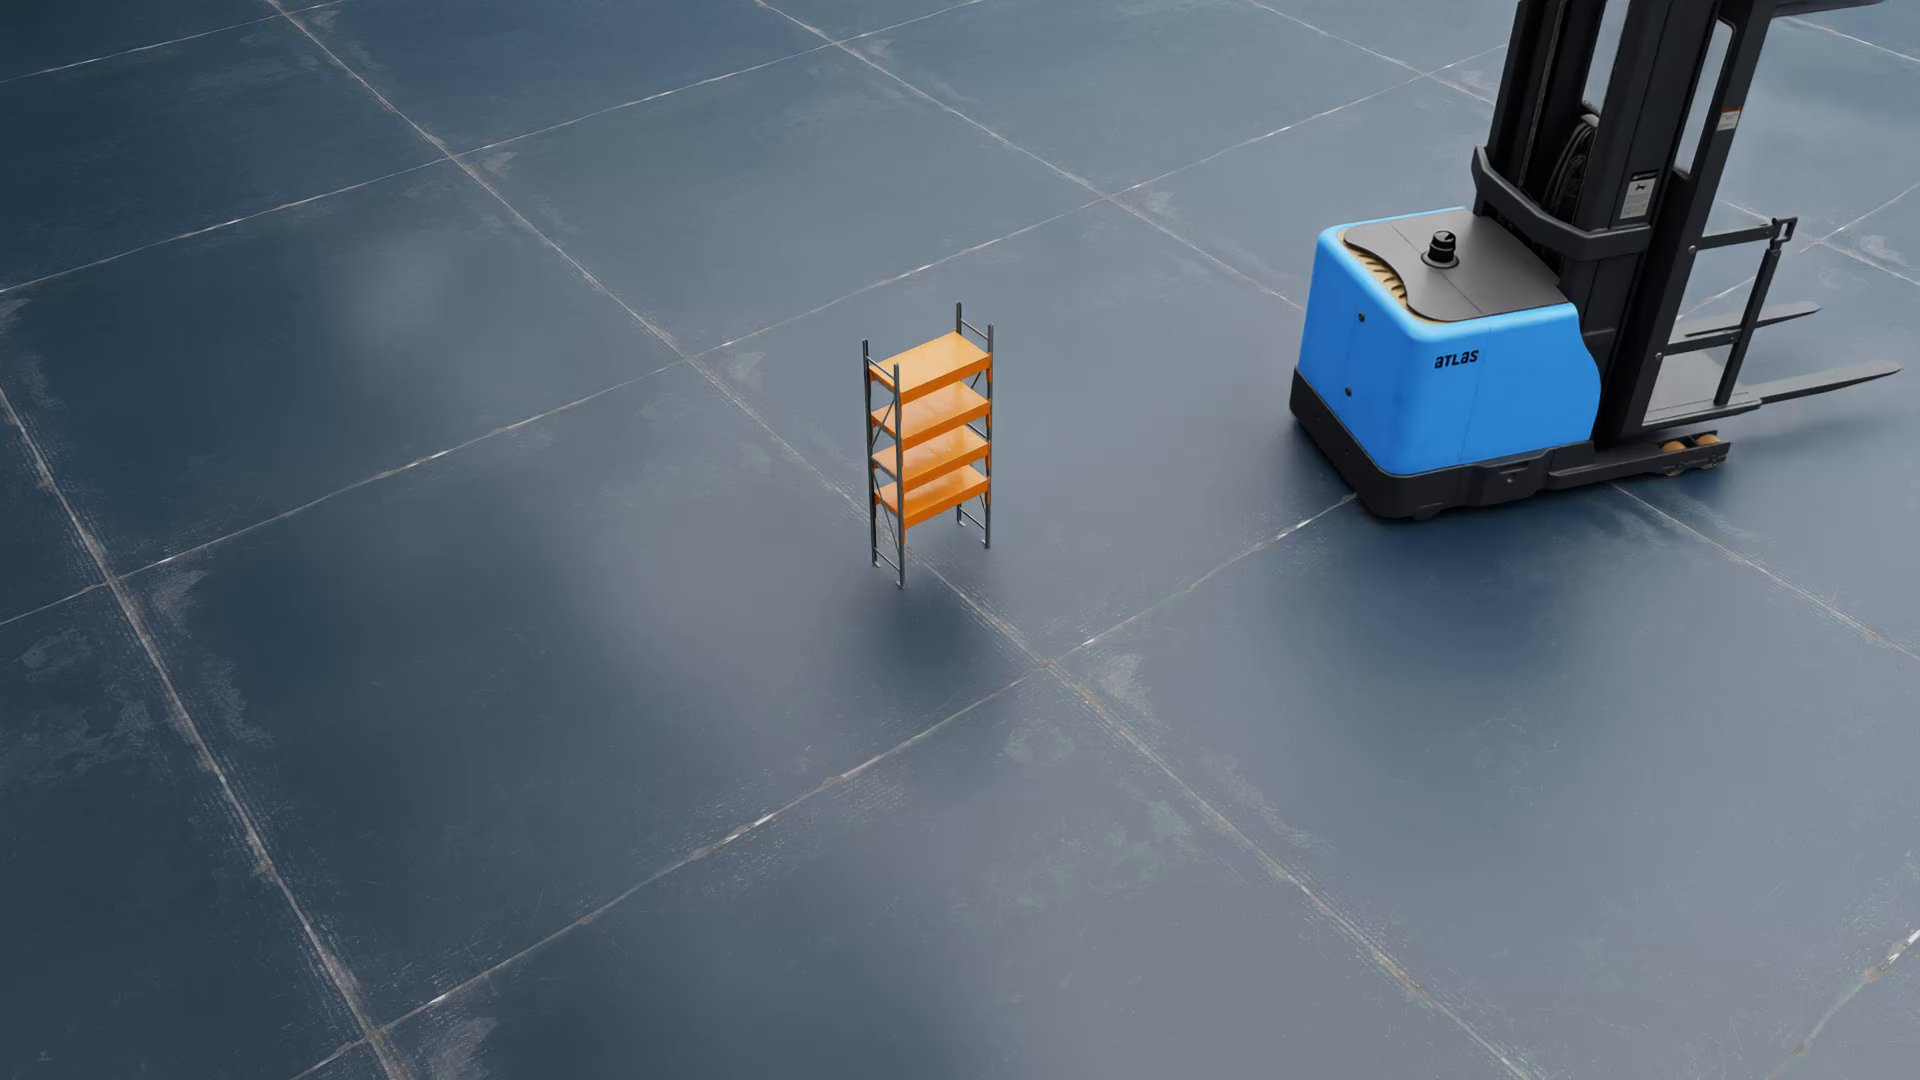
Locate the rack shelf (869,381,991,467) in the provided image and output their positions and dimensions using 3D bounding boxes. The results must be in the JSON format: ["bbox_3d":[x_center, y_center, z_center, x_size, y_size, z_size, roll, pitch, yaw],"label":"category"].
[{"bbox_3d":[-0.131,-0.521,7.192,0.480,0.148,0.258,-26,46,-28],"label":"rack shelf"}]

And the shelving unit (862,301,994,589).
[{"bbox_3d":[-0.131,-0.400,7.291,0.503,1.200,0.258,-26,46,-28],"label":"shelving unit"}]

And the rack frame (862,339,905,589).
[{"bbox_3d":[-0.325,-0.306,7.177,0.015,1.200,0.240,-26,46,-28],"label":"rack frame"}]

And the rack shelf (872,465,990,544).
[{"bbox_3d":[-0.131,-0.194,7.460,0.480,0.148,0.258,-26,46,-28],"label":"rack shelf"}]

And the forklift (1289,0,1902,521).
[{"bbox_3d":[3.251,-1.759,7.583,3.031,2.935,1.130,-11,41,-13],"label":"forklift"}]

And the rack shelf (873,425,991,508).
[{"bbox_3d":[-0.131,-0.348,7.334,0.480,0.148,0.258,-26,46,-28],"label":"rack shelf"}]

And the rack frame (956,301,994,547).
[{"bbox_3d":[0.062,-0.494,7.406,0.015,1.200,0.240,-26,46,-28],"label":"rack frame"}]

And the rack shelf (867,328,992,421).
[{"bbox_3d":[-0.131,-0.704,7.042,0.480,0.148,0.258,-26,46,-28],"label":"rack shelf"}]
